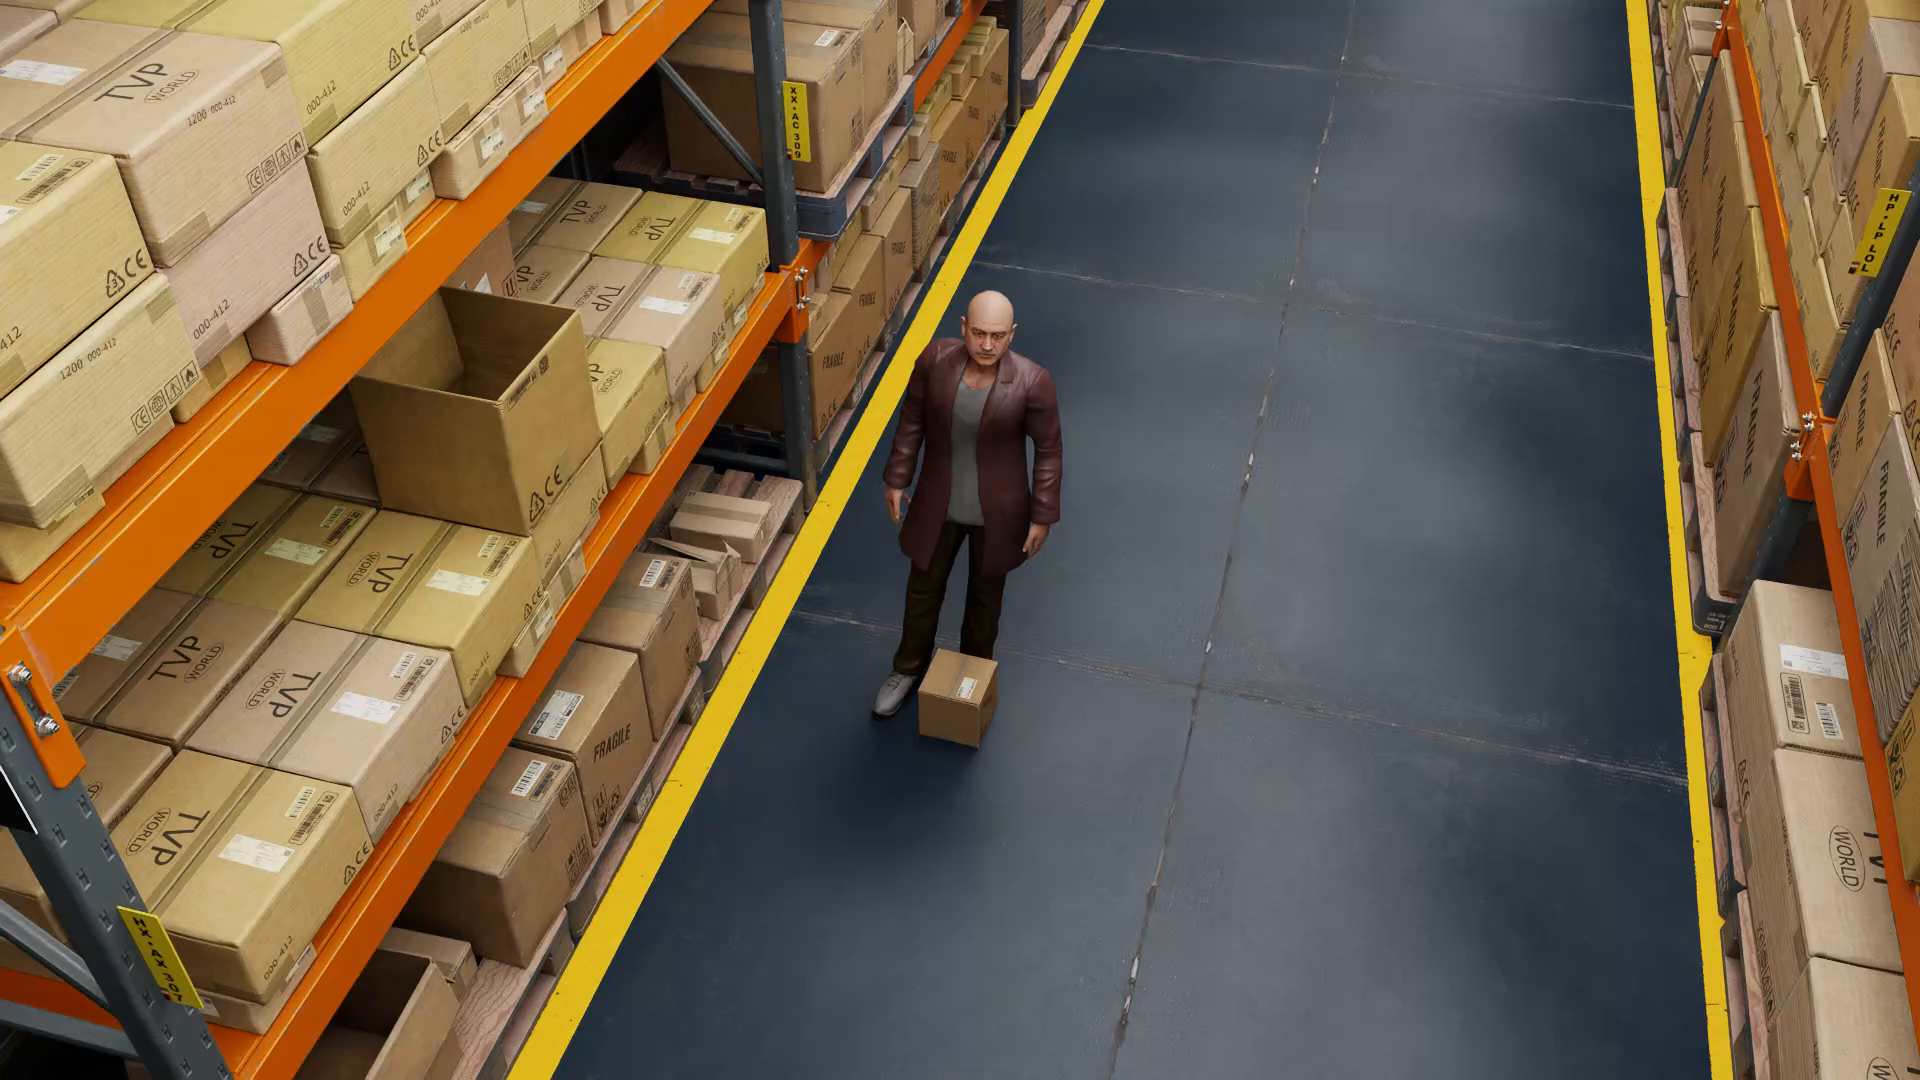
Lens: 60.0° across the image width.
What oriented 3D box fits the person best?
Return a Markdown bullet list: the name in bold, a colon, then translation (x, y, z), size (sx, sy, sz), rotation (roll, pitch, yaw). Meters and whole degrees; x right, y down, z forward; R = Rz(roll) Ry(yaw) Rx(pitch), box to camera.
- **person**: translation (0.021, -0.084, 6.253), size (0.695, 1.776, 0.582), rotation (10, 42, 12)
